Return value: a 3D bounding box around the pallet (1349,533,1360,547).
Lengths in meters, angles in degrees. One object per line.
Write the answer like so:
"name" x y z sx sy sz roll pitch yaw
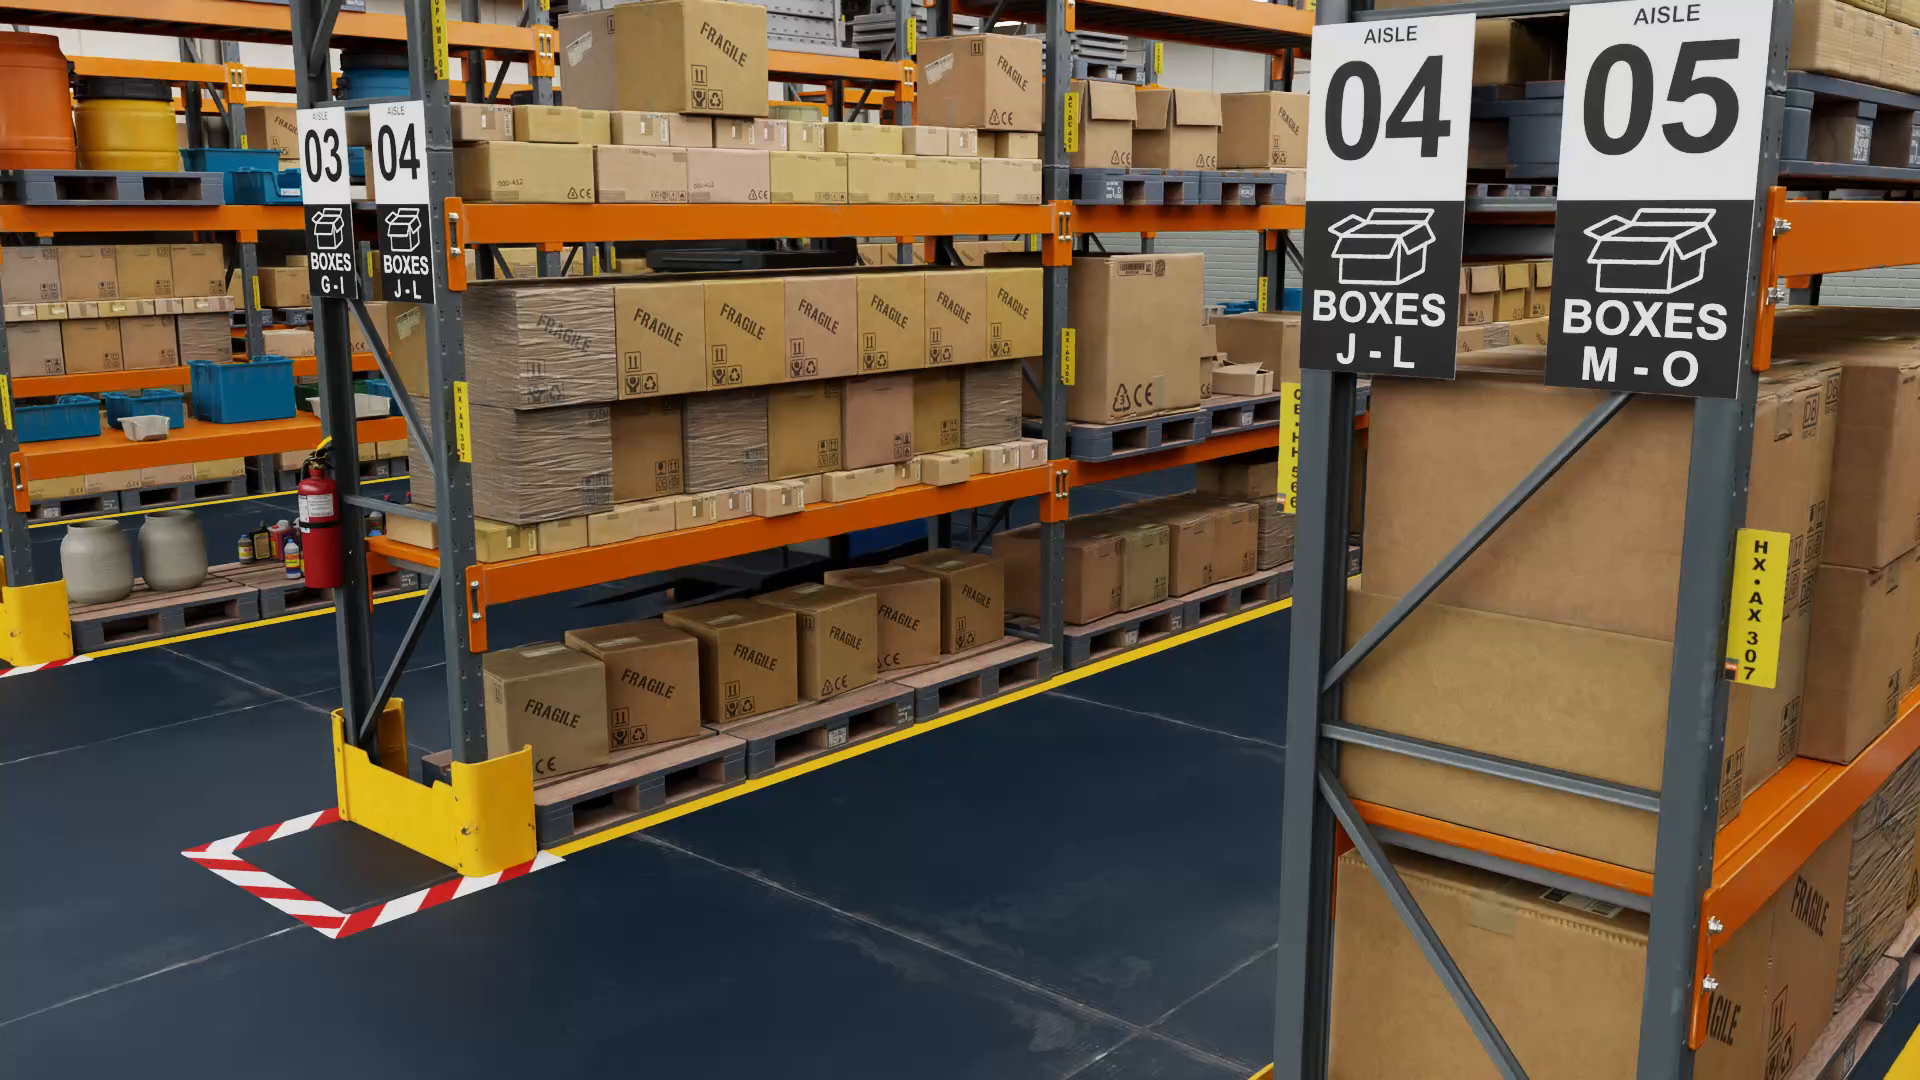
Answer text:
"pallet" 3.432 -0.040 13.875 1.003 0.211 1.213 10 15 40

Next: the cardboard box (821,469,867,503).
"cardboard box" -0.708 -0.301 8.704 0.380 0.149 0.250 10 15 40

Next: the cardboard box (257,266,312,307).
"cardboard box" -8.959 -3.331 21.854 0.700 0.500 0.500 8 14 35

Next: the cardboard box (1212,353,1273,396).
"cardboard box" 1.957 -1.161 11.639 0.396 0.266 0.258 9 15 39

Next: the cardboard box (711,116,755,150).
"cardboard box" -1.186 -1.915 7.848 0.380 0.149 0.250 9 14 38

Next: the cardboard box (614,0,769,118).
"cardboard box" -1.243 -2.219 7.714 0.500 0.500 0.500 10 15 40

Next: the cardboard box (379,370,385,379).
"cardboard box" -7.724 -2.466 23.315 0.750 0.750 0.750 10 15 40

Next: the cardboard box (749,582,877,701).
"cardboard box" -0.803 0.547 9.123 0.500 0.500 0.500 8 14 35

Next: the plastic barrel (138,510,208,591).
"plastic barrel" -5.439 0.069 11.489 0.421 0.512 0.421 0 11 0

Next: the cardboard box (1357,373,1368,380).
"cardboard box" 3.380 -1.387 13.242 0.500 0.500 0.500 10 15 42

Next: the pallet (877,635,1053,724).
"pallet" -0.202 0.758 9.879 1.003 0.211 1.213 10 15 40

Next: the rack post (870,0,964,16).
"rack post" -0.425 -5.264 16.275 0.624 0.289 0.986 10 15 40

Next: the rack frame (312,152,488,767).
"rack frame" -2.426 -0.125 7.177 1.000 3.000 0.127 10 15 40

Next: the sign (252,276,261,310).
"sign" -6.807 -2.386 16.088 0.100 0.325 0.005 10 15 40

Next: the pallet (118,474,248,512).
"pallet" -7.781 -0.516 16.253 1.003 0.211 1.213 10 15 40

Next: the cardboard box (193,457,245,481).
"cardboard box" -7.366 -0.756 16.284 0.500 0.250 0.500 10 15 40

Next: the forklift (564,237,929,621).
"forklift" -1.472 -0.992 11.697 1.130 2.935 3.031 8 14 33

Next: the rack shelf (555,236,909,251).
"rack shelf" -2.186 -2.766 14.579 1.077 0.370 4.000 10 15 40

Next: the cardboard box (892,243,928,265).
"cardboard box" -0.741 -3.895 23.247 0.500 0.500 0.500 9 15 39

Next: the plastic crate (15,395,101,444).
"plastic crate" -6.041 -0.804 10.960 0.499 0.251 0.616 10 15 40

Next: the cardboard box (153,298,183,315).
"cardboard box" -7.579 -2.219 15.751 0.380 0.149 0.250 9 15 39

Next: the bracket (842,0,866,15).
"bracket" -1.901 -9.509 29.655 0.235 0.232 0.430 10 15 40

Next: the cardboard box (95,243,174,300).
"cardboard box" -7.845 -2.539 15.698 0.700 0.500 0.500 10 15 40

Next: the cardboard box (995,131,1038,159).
"cardboard box" 0.217 -2.221 9.379 0.380 0.149 0.250 10 15 42

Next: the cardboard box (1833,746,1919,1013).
"cardboard box" 2.814 0.996 5.921 0.875 0.875 0.875 10 15 41

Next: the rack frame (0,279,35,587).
"rack frame" -6.147 -0.765 10.383 1.000 3.000 0.127 10 15 40

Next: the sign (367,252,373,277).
"sign" -7.894 -3.683 22.239 0.100 0.325 0.005 10 15 40

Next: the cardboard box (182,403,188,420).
"cardboard box" -7.705 -1.051 15.849 0.500 0.500 0.500 10 15 40

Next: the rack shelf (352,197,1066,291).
"rack shelf" -1.106 -1.537 8.427 1.077 0.370 4.000 10 15 40

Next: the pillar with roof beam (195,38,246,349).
"pillar with roof beam" -6.582 -5.529 18.917 9.100 9.000 0.400 10 15 40

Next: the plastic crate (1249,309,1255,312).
"plastic crate" 3.731 -2.989 22.037 0.250 0.136 0.298 10 15 40

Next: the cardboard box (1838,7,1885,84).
"cardboard box" 1.868 -1.118 3.805 0.380 0.149 0.250 10 15 41

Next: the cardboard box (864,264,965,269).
"cardboard box" -0.274 -1.365 9.819 0.500 0.500 0.500 10 15 40

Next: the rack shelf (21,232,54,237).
"rack shelf" -9.628 -4.047 20.992 1.077 0.370 4.000 10 15 40

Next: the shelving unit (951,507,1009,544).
"shelving unit" 0.109 -1.054 14.127 0.431 2.100 0.503 10 15 40

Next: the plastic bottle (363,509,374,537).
"plastic bottle" -4.616 -0.125 12.993 0.061 0.283 0.133 11 15 43

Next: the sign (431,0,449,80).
"sign" -2.018 -1.954 6.446 0.100 0.325 0.005 10 15 40

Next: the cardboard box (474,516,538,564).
"cardboard box" -2.059 -0.013 7.257 0.380 0.149 0.250 10 15 40

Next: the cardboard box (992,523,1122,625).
"cardboard box" 0.636 0.209 10.763 0.700 0.500 0.500 8 14 36

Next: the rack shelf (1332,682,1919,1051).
"rack shelf" 2.553 0.590 5.435 1.077 0.370 4.000 10 15 40

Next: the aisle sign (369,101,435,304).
"aisle sign" -2.242 -1.352 6.682 0.394 0.787 0.004 10 15 40

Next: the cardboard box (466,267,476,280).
"cardboard box" -7.114 -3.615 23.585 0.500 0.500 0.500 10 15 40

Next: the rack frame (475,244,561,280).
"rack frame" -3.506 -1.353 13.329 1.000 3.000 0.127 10 15 40

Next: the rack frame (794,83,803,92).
"rack frame" -3.027 -7.342 27.994 1.000 3.000 0.127 10 15 40

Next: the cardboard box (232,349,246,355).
"cardboard box" -9.503 -2.316 21.492 0.500 0.250 0.500 10 15 40

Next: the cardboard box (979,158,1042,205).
"cardboard box" 0.110 -2.010 9.339 0.500 0.250 0.500 11 15 42

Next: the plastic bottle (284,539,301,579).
"plastic bottle" -4.716 0.131 11.741 0.097 0.271 0.097 0 11 0

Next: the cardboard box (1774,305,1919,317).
"cardboard box" 3.604 -0.610 6.468 0.875 0.550 0.550 10 15 40

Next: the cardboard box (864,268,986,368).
"cardboard box" -0.205 -1.223 9.108 0.500 0.500 0.500 10 15 40

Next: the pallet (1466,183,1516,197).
"pallet" 3.976 -2.946 14.129 1.003 0.211 1.213 11 16 43
